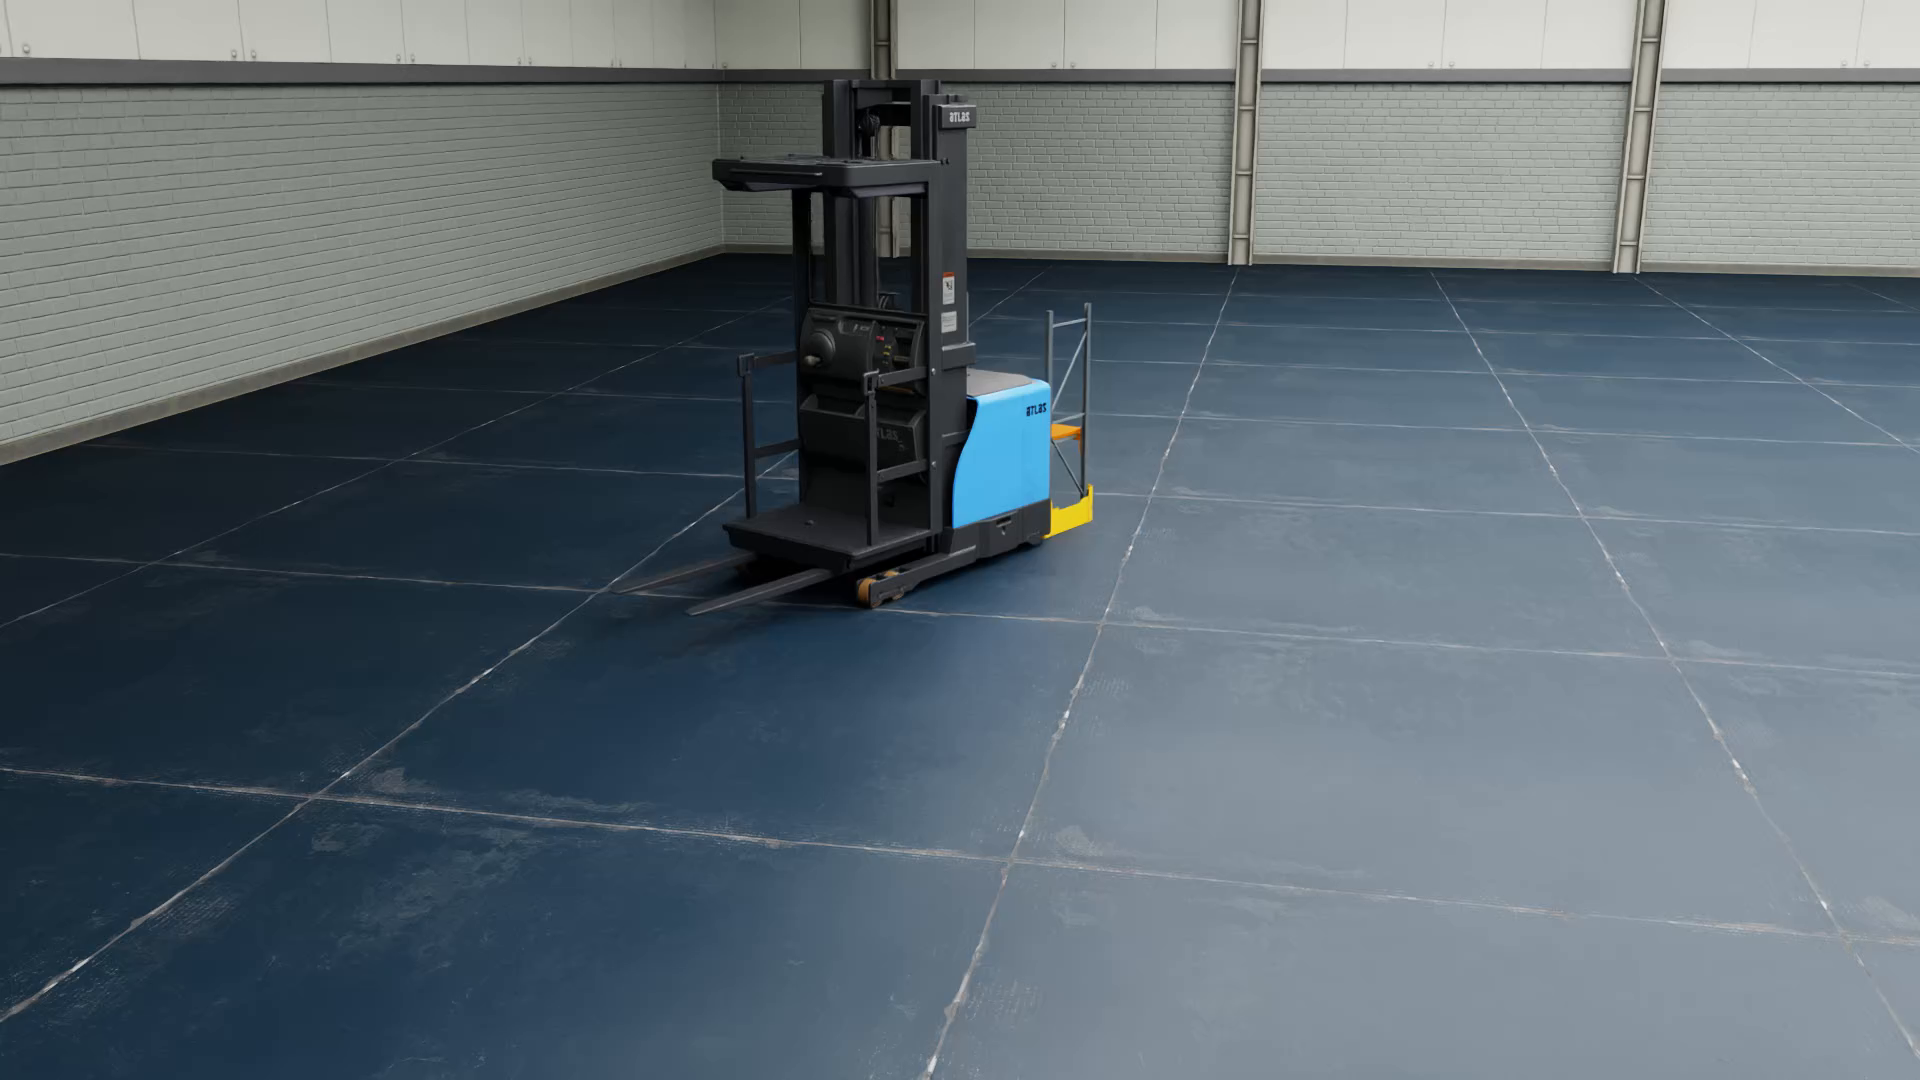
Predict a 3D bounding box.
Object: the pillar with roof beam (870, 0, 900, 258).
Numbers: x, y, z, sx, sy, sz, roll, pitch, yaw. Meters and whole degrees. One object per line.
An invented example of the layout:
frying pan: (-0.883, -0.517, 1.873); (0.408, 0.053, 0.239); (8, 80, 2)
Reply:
pillar with roof beam: (-2.118, -8.081, 23.308); (0.400, 9.000, 9.100); (3, 16, 11)

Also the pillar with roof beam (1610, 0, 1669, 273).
pillar with roof beam: (9.641, -7.443, 21.004); (0.400, 9.000, 9.100); (3, 16, 11)

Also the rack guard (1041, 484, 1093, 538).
rack guard: (0.711, -0.199, 11.243); (0.087, 0.250, 0.587); (11, 19, 35)

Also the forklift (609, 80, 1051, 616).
forklift: (-0.721, -1.174, 9.741); (1.130, 2.935, 3.031); (12, 20, 37)

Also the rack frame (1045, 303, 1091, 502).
rack frame: (0.712, -0.801, 11.076); (0.032, 1.500, 0.500); (11, 19, 35)

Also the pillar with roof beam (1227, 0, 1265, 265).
pillar with roof beam: (3.761, -7.762, 22.156); (0.400, 9.000, 9.100); (3, 16, 11)

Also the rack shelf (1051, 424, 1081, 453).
rack shelf: (0.304, -0.709, 11.416); (1.000, 0.185, 0.538); (11, 19, 35)

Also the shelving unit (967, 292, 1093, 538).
shelving unit: (0.311, -0.881, 11.363); (1.083, 1.500, 0.587); (11, 19, 35)
